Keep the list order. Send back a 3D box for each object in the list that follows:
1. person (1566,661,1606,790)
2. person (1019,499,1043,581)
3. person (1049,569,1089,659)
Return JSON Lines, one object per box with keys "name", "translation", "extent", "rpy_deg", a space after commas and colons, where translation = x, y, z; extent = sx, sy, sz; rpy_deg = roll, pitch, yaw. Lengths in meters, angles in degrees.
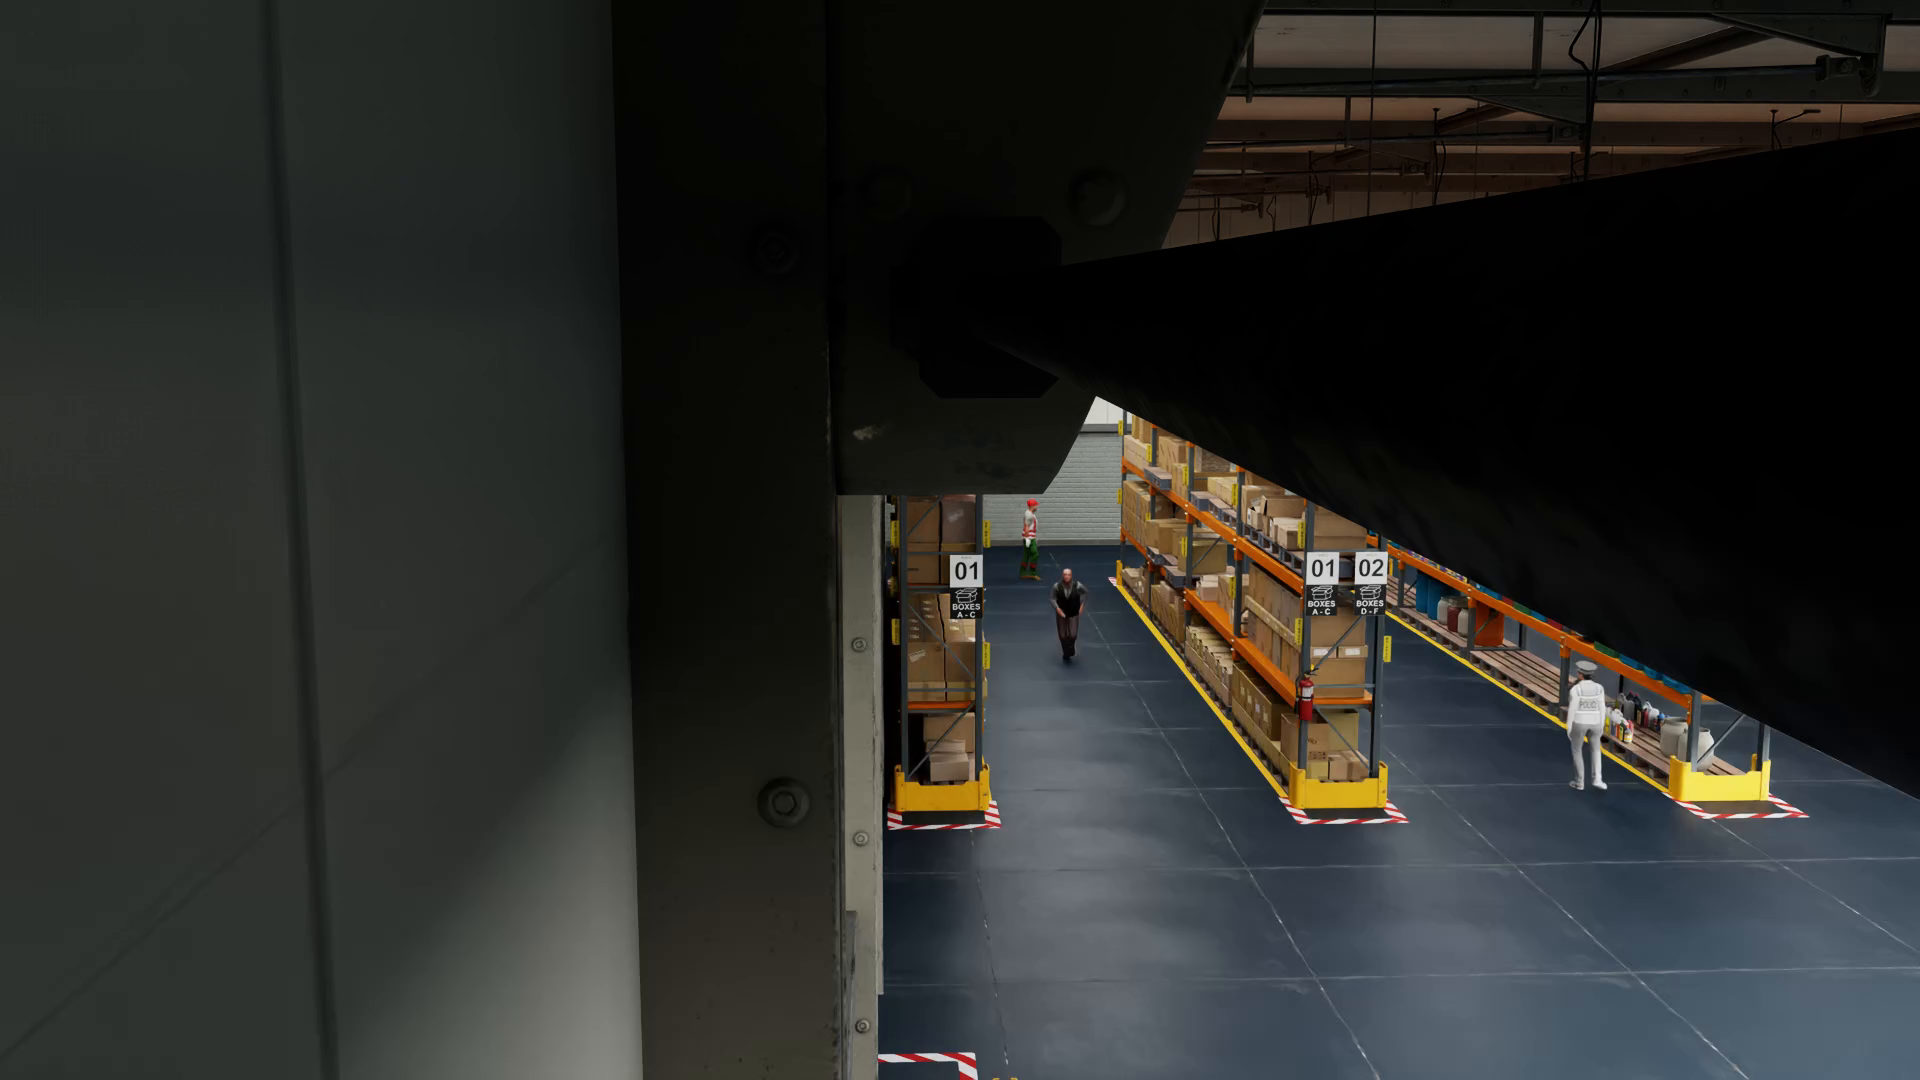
{"name": "person", "translation": [8.005, 2.391, 21.256], "extent": [0.512, 1.674, 0.516], "rpy_deg": [-1, 8, -4]}
{"name": "person", "translation": [1.593, -0.005, 37.041], "extent": [0.533, 1.820, 0.617], "rpy_deg": [0, 8, 1]}
{"name": "person", "translation": [1.886, 1.283, 28.830], "extent": [0.690, 1.633, 0.721], "rpy_deg": [1, 8, 5]}
